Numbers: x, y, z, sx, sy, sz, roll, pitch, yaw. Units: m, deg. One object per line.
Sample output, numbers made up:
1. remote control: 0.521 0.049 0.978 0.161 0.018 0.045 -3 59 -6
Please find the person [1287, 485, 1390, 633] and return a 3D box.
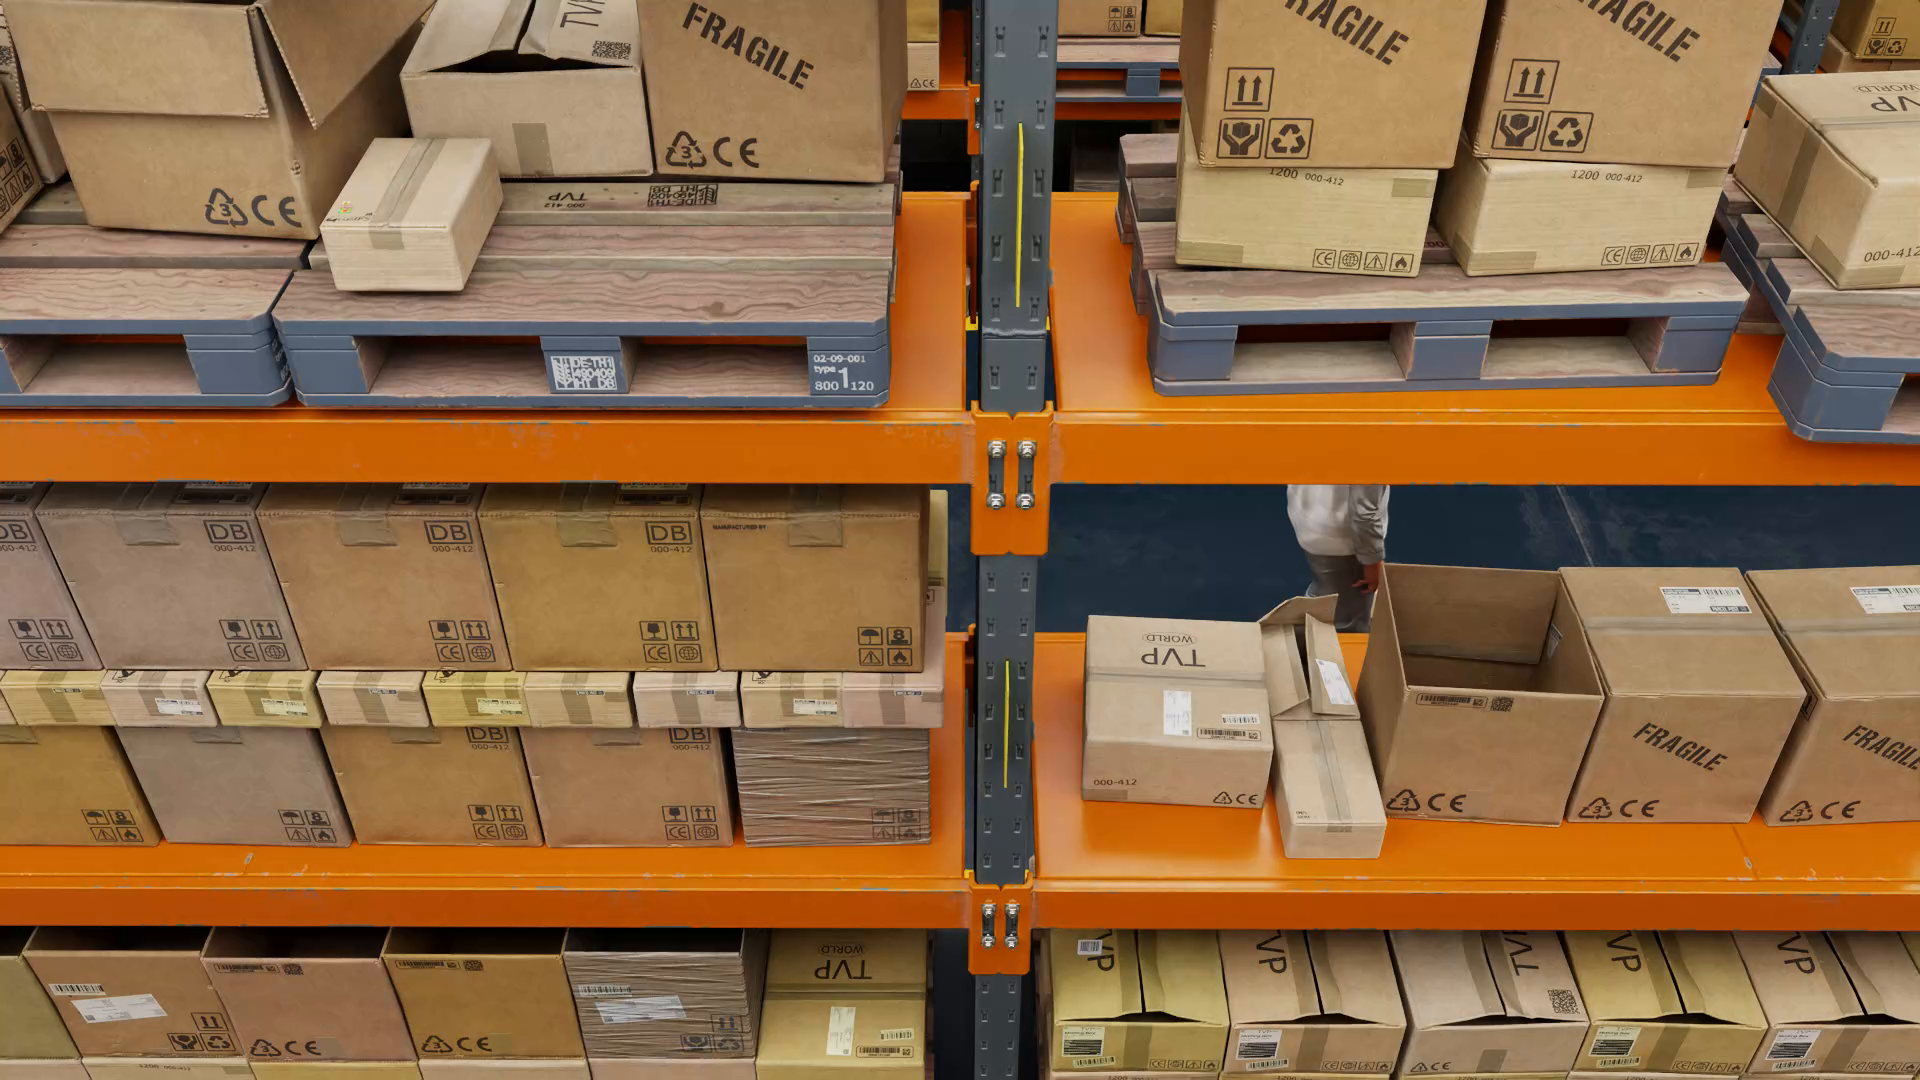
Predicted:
1. person: 1.449 -0.067 6.216 0.457 1.770 0.594 -2 39 -2
